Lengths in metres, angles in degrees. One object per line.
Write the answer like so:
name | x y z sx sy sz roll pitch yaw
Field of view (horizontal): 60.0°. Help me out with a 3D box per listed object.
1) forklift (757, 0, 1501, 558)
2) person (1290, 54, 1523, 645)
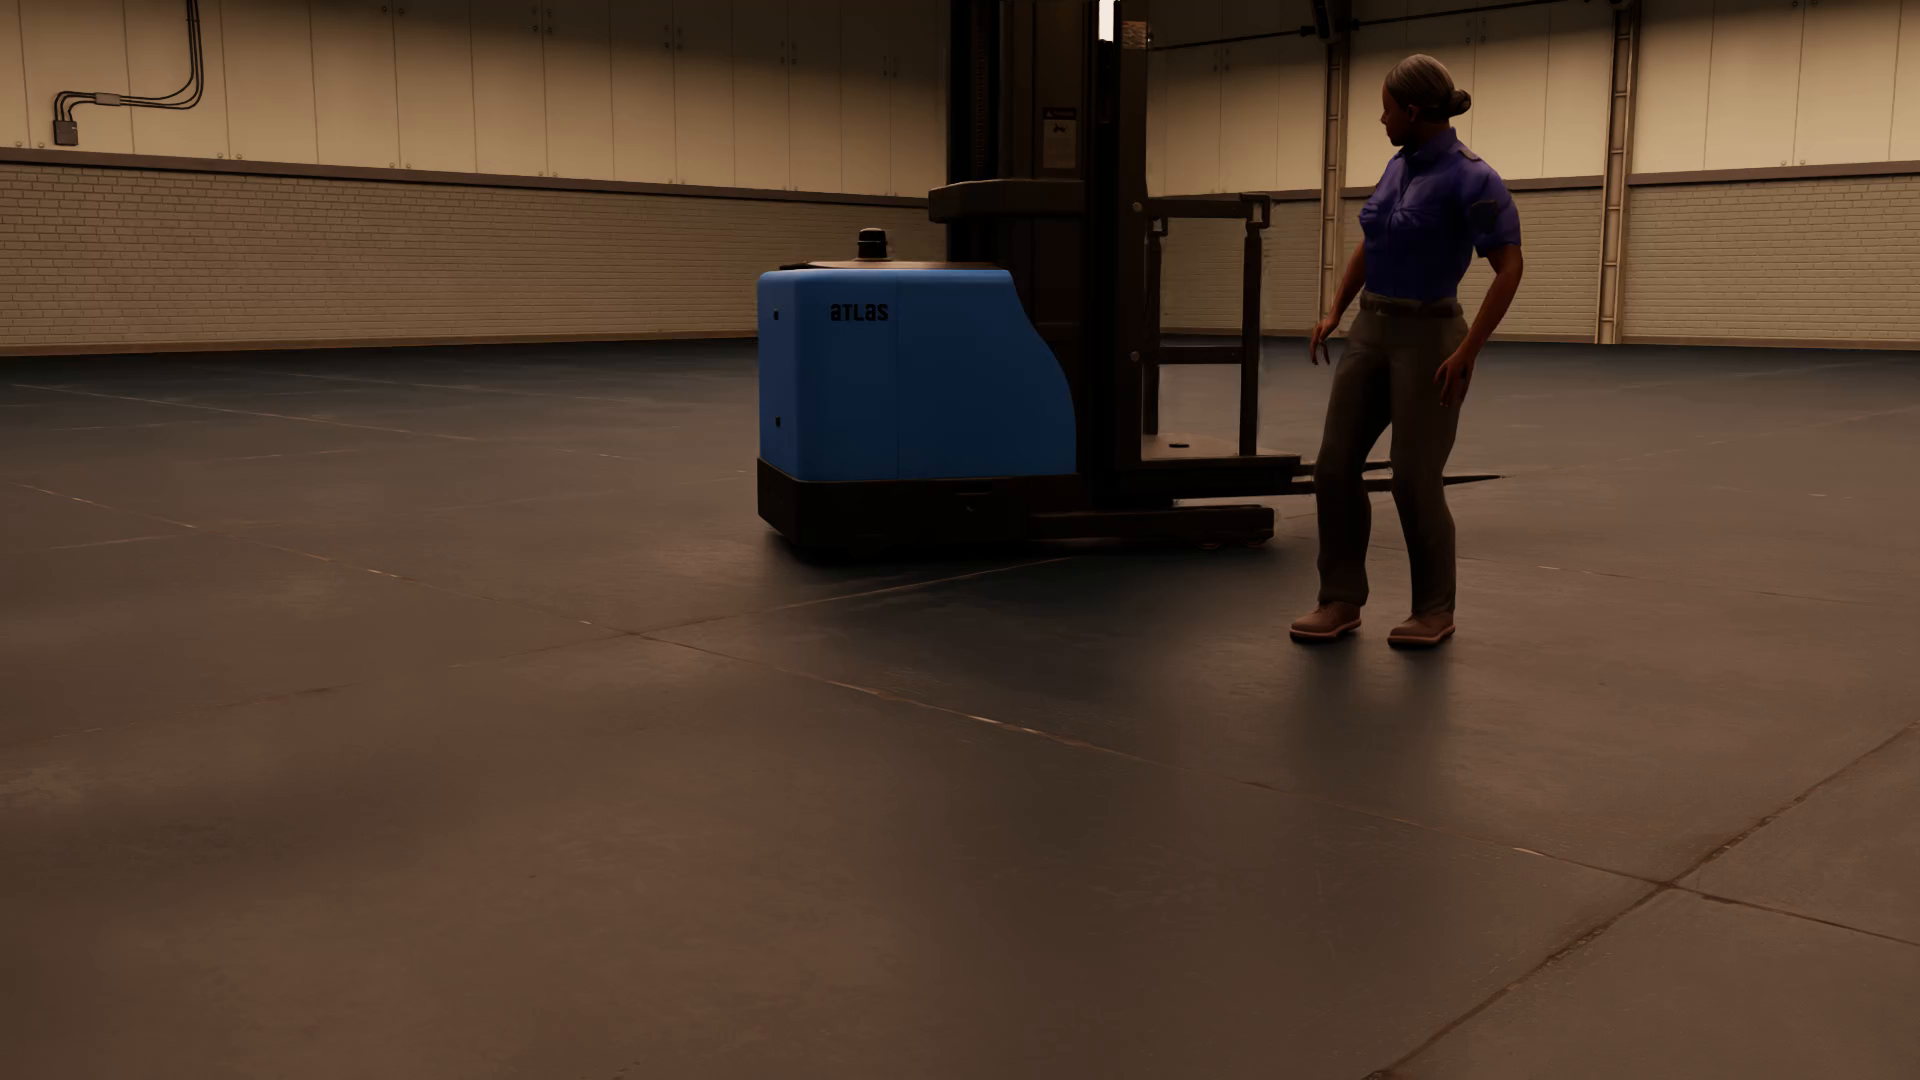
forklift | 0.733 -1.483 6.725 3.031 2.935 1.130 -2 9 -16
person | 1.230 -0.515 4.667 0.465 1.636 0.658 -6 10 -34
